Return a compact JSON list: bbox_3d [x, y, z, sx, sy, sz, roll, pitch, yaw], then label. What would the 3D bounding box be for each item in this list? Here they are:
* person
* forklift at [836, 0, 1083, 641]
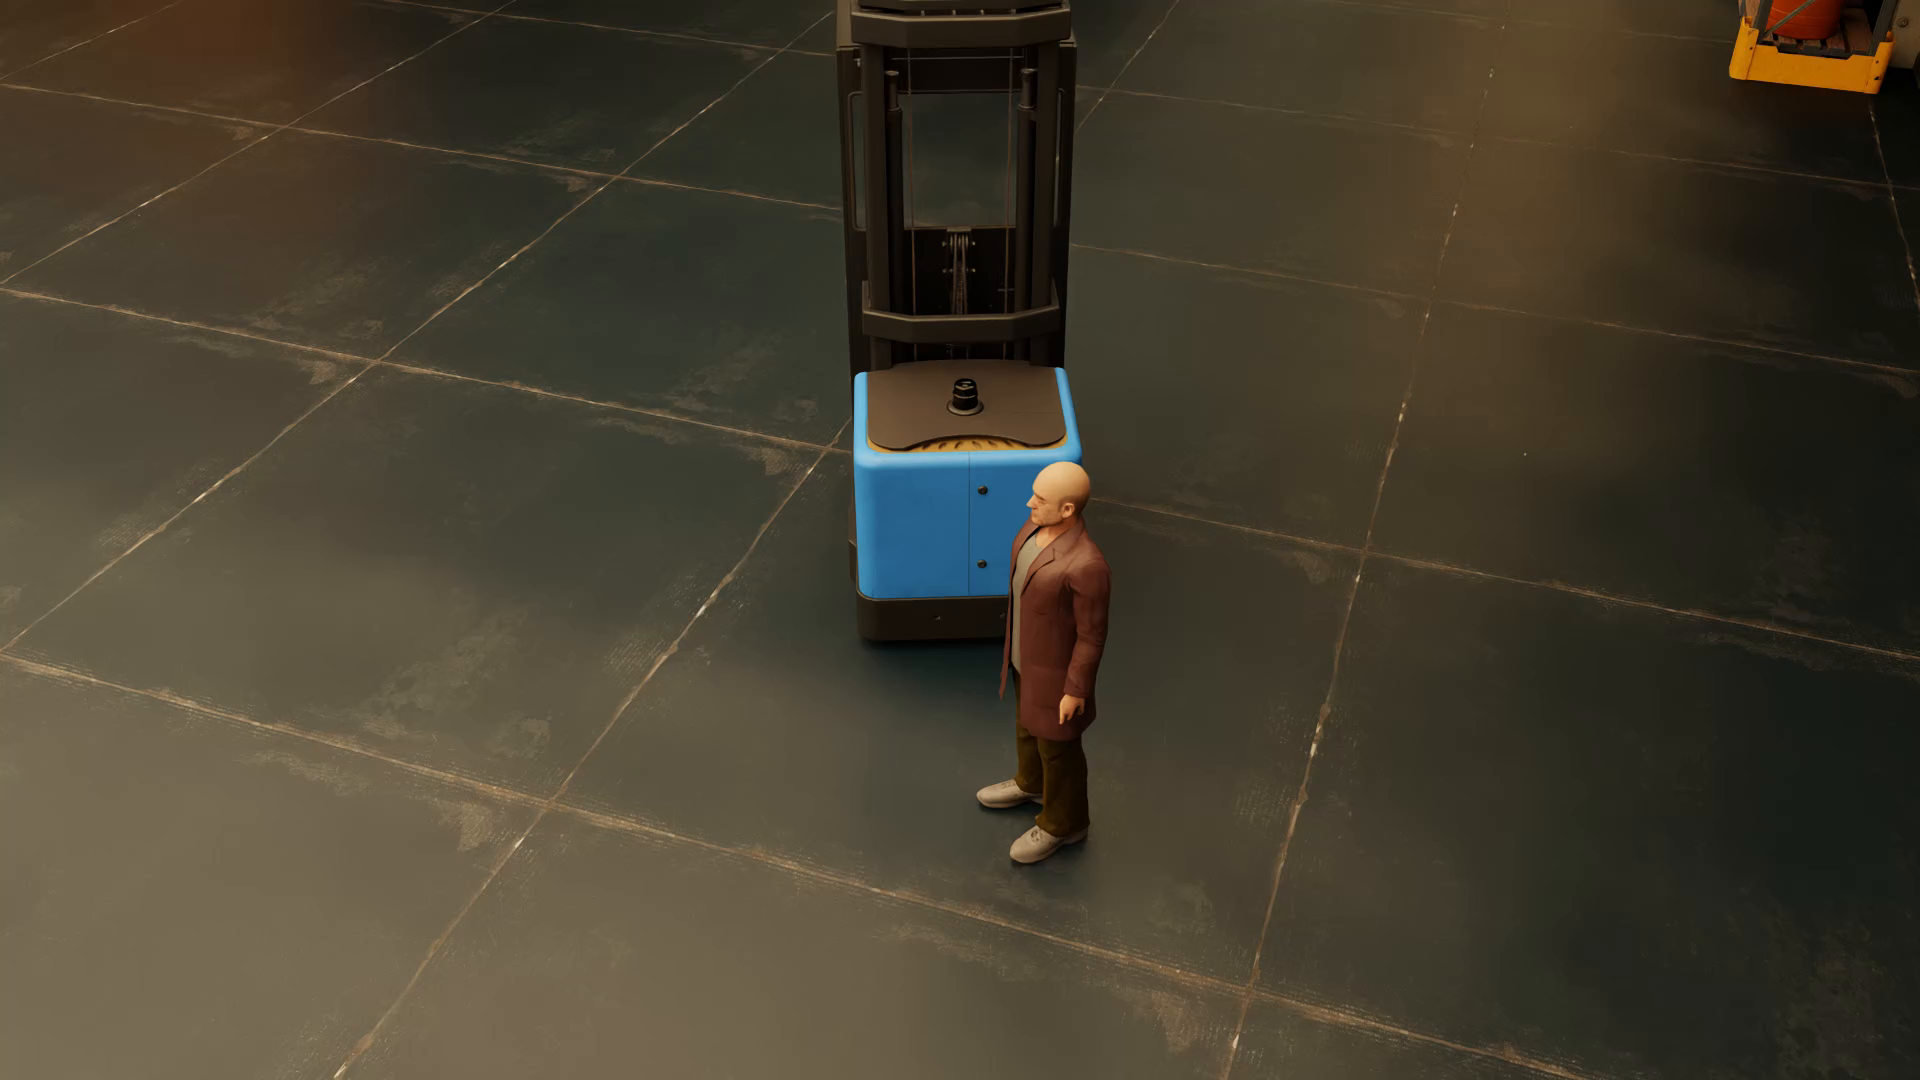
[{"bbox_3d":[0.323,0.576,6.516,0.373,1.522,0.557,-13,37,-17],"label":"person"},{"bbox_3d":[-0.029,-1.547,8.293,1.130,2.935,3.031,-2,35,-2],"label":"forklift"}]
